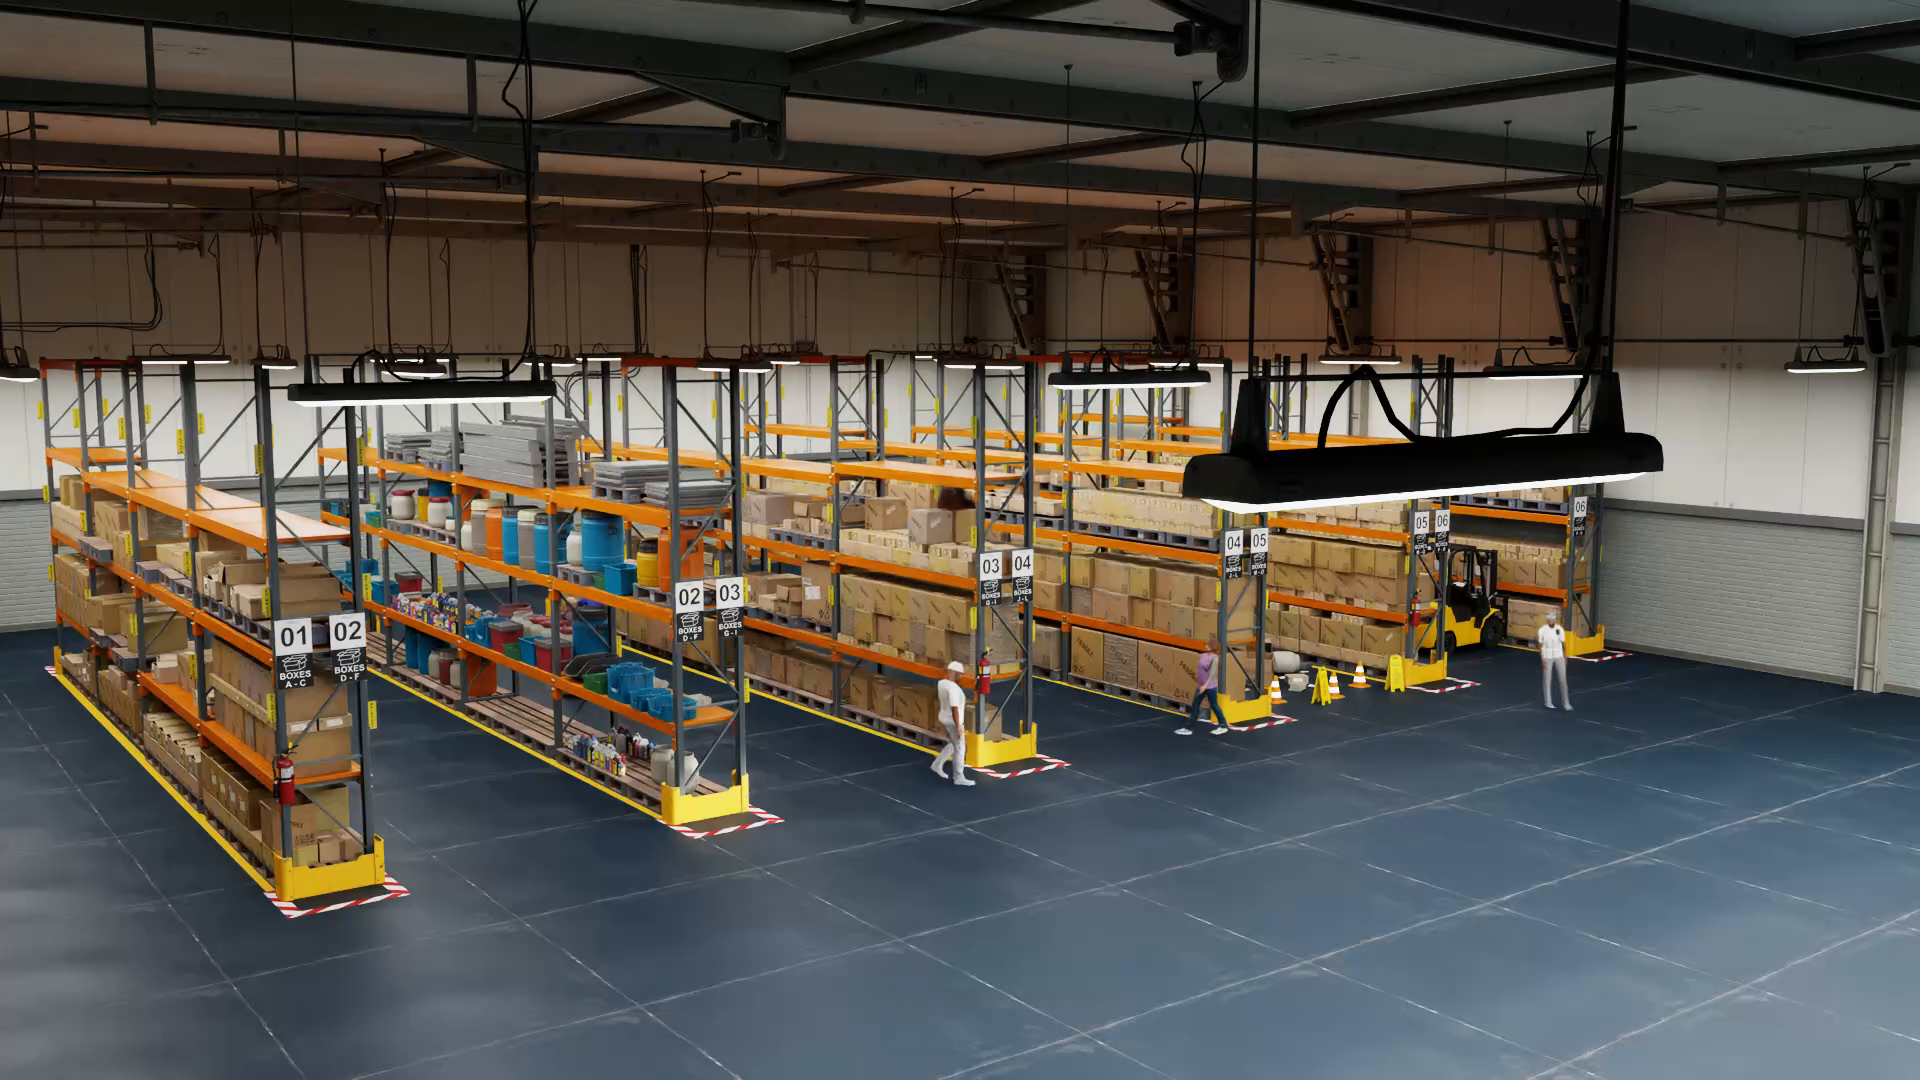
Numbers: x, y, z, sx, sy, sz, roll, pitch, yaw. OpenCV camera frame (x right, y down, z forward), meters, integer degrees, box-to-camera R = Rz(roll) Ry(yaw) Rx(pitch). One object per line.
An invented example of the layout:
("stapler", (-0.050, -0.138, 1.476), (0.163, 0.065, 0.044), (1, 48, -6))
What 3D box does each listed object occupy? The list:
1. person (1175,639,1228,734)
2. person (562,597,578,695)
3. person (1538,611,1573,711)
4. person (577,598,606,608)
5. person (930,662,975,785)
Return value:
("person", (3.901, 2.359, 26.593), (0.853, 1.537, 0.537), (-2, 7, -18))
("person", (-6.838, 1.900, 29.647), (0.586, 1.803, 0.628), (-3, 7, -23))
("person", (10.281, 2.071, 28.687), (0.608, 1.712, 0.374), (2, 7, 15))
("person", (-7.069, 1.640, 32.130), (0.627, 1.609, 1.028), (-5, 8, -33))
("person", (-0.111, 2.618, 23.809), (0.561, 1.770, 0.663), (-3, 7, -21))
